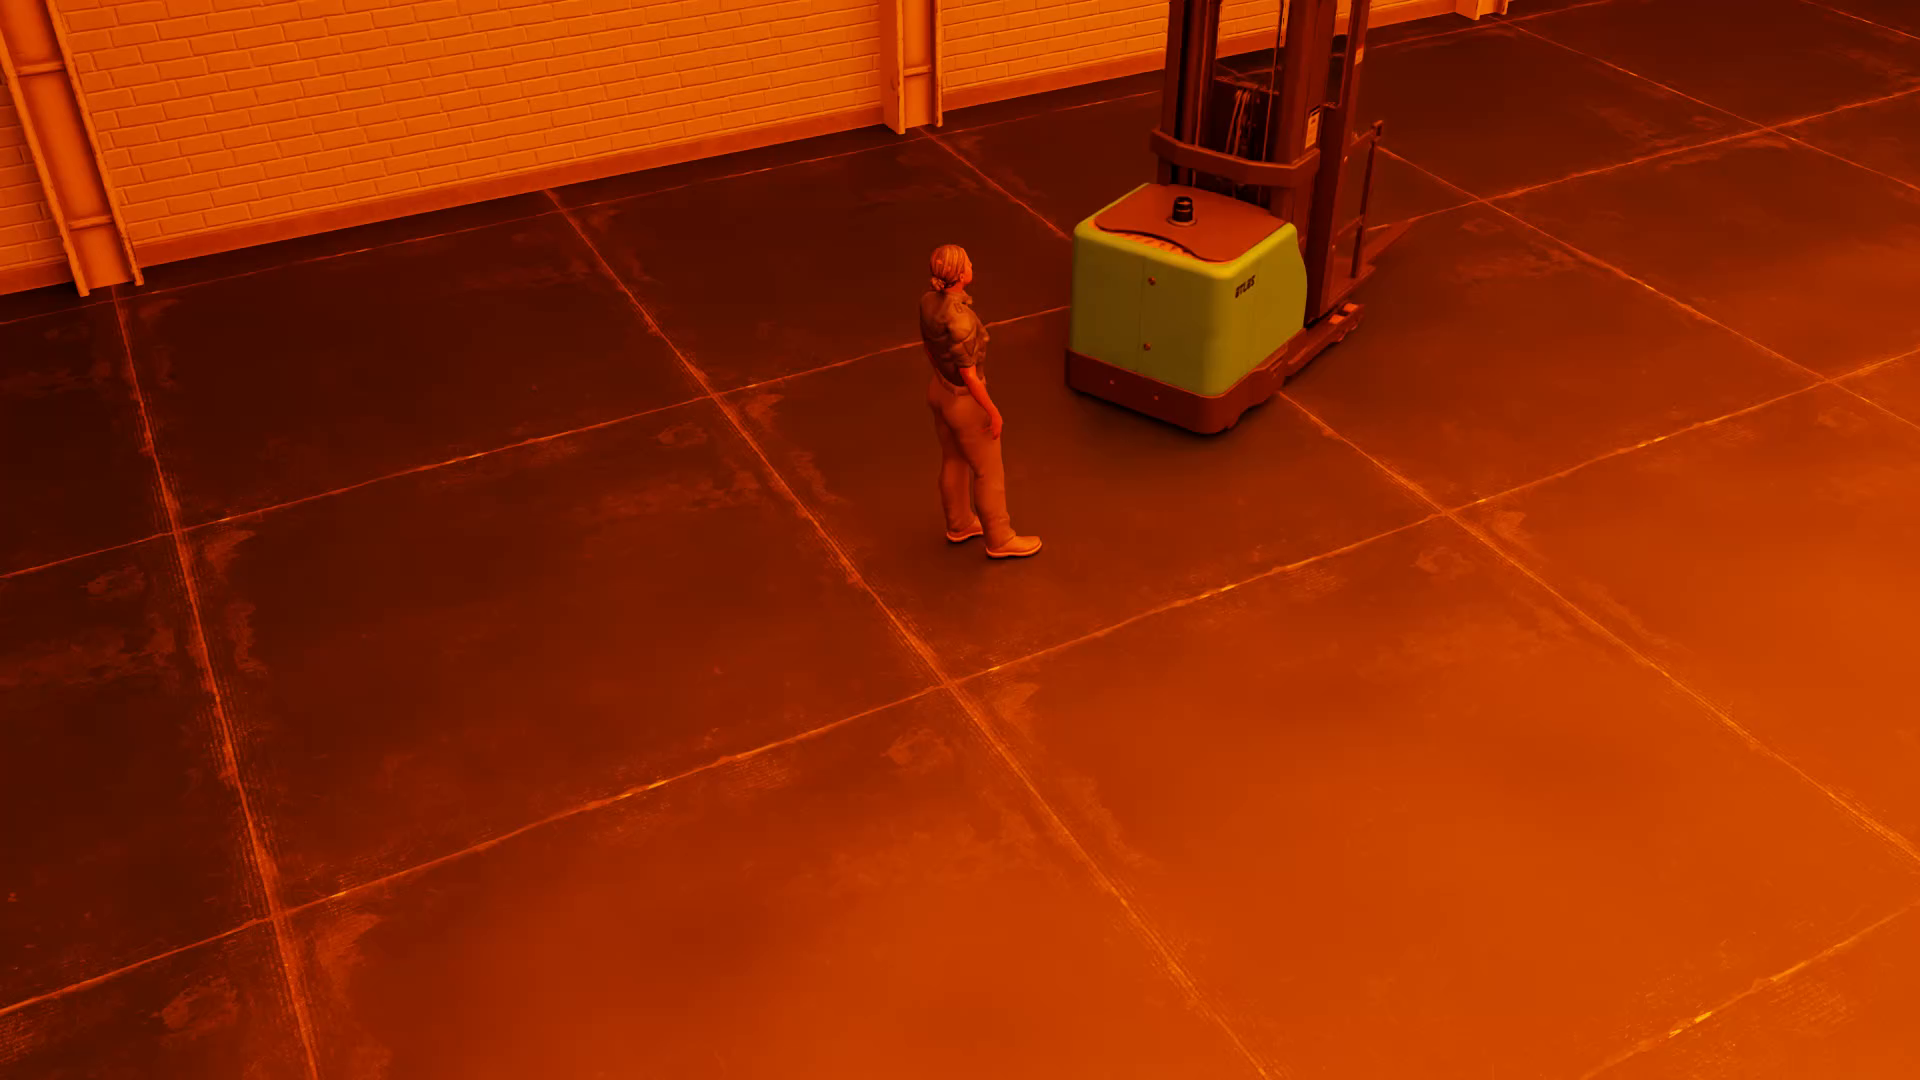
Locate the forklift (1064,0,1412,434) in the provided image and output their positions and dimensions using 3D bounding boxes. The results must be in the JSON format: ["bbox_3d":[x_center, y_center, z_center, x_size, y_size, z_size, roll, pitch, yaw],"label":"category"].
[{"bbox_3d":[1.905,-2.591,9.789,1.130,2.935,3.031,23,41,29],"label":"forklift"}]

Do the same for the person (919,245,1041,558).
[{"bbox_3d":[0.087,-0.695,8.200,0.504,1.654,0.570,-17,39,-23],"label":"person"}]
